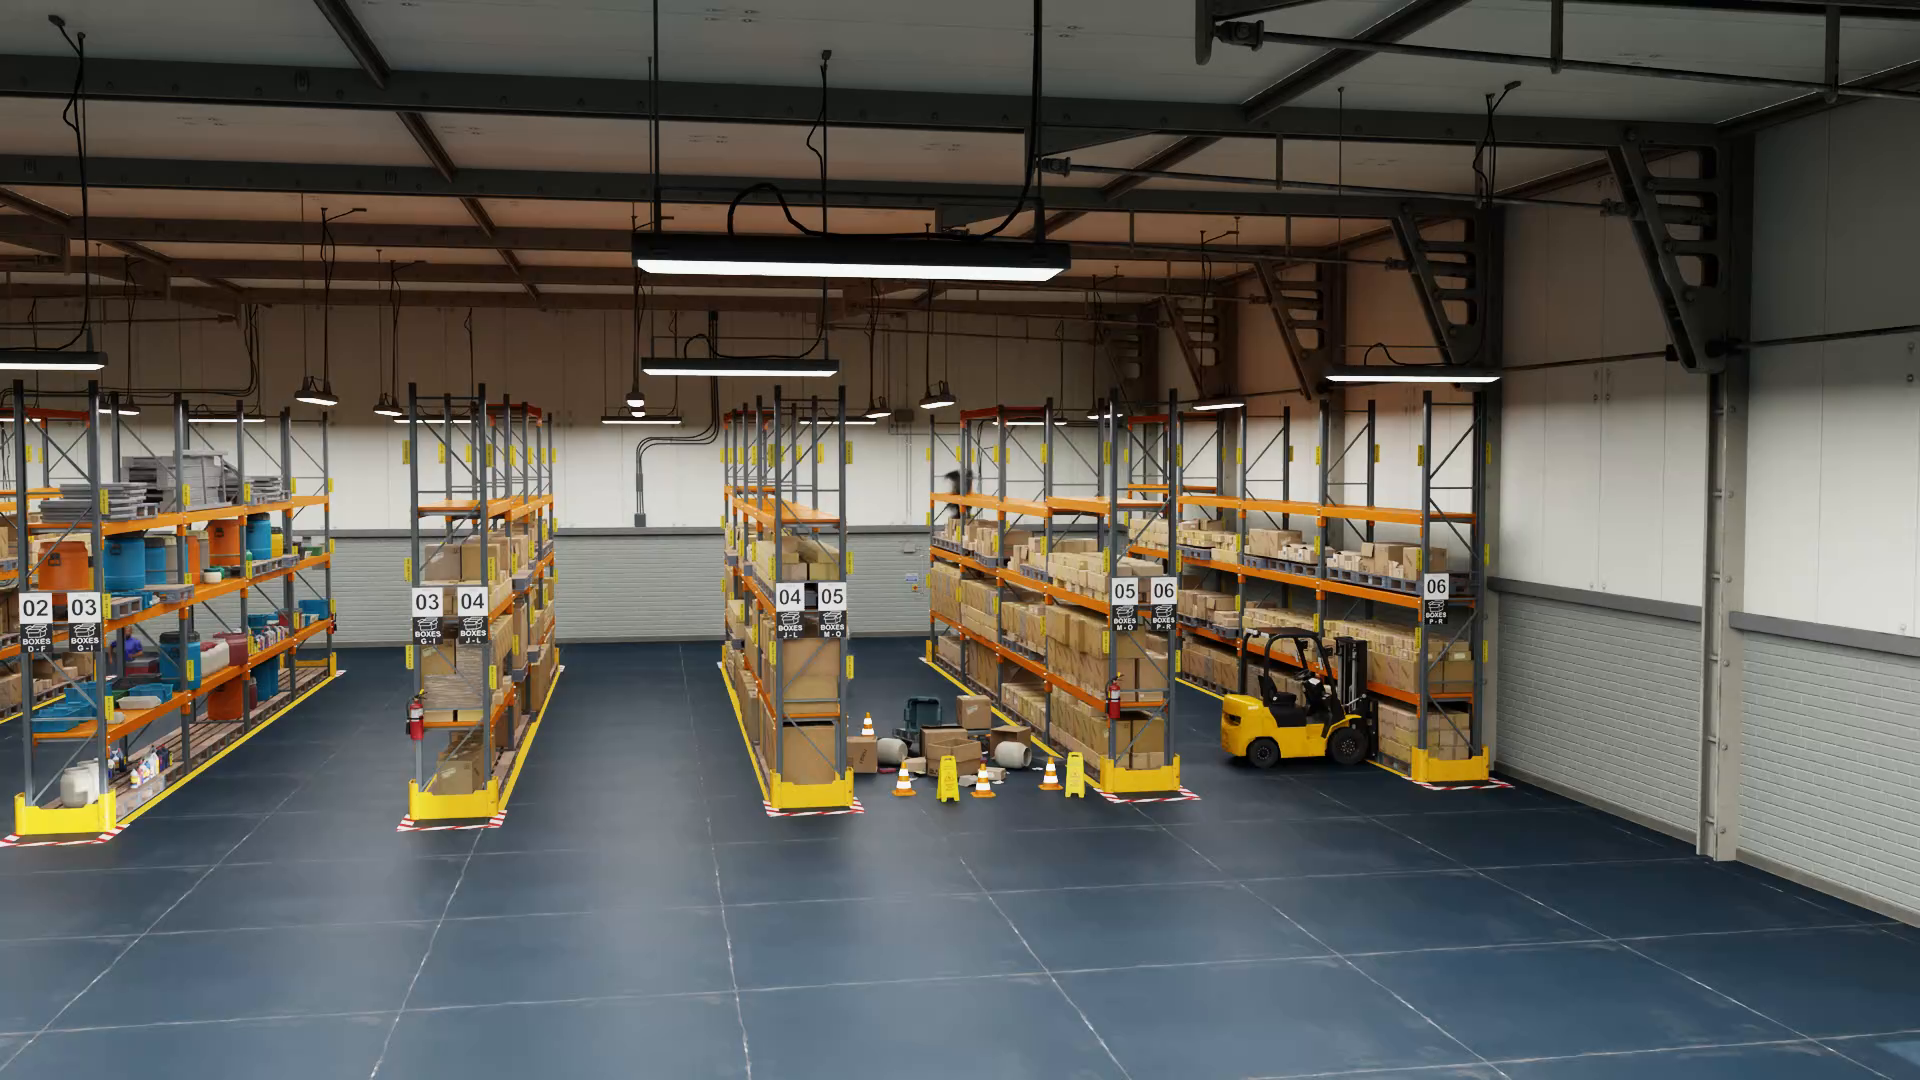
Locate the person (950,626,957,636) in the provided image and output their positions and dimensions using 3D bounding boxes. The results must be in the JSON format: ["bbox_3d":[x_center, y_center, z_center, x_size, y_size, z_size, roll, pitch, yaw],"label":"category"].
[{"bbox_3d":[0.017,1.982,43.882,0.907,1.550,0.575,-1,3,-27],"label":"person"}]

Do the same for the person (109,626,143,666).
[{"bbox_3d":[-16.403,2.523,32.732,0.619,1.703,0.857,-1,3,-23],"label":"person"}]

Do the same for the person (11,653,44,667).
[{"bbox_3d":[-21.060,2.216,37.699,0.973,1.762,0.668,0,3,-7],"label":"person"}]
